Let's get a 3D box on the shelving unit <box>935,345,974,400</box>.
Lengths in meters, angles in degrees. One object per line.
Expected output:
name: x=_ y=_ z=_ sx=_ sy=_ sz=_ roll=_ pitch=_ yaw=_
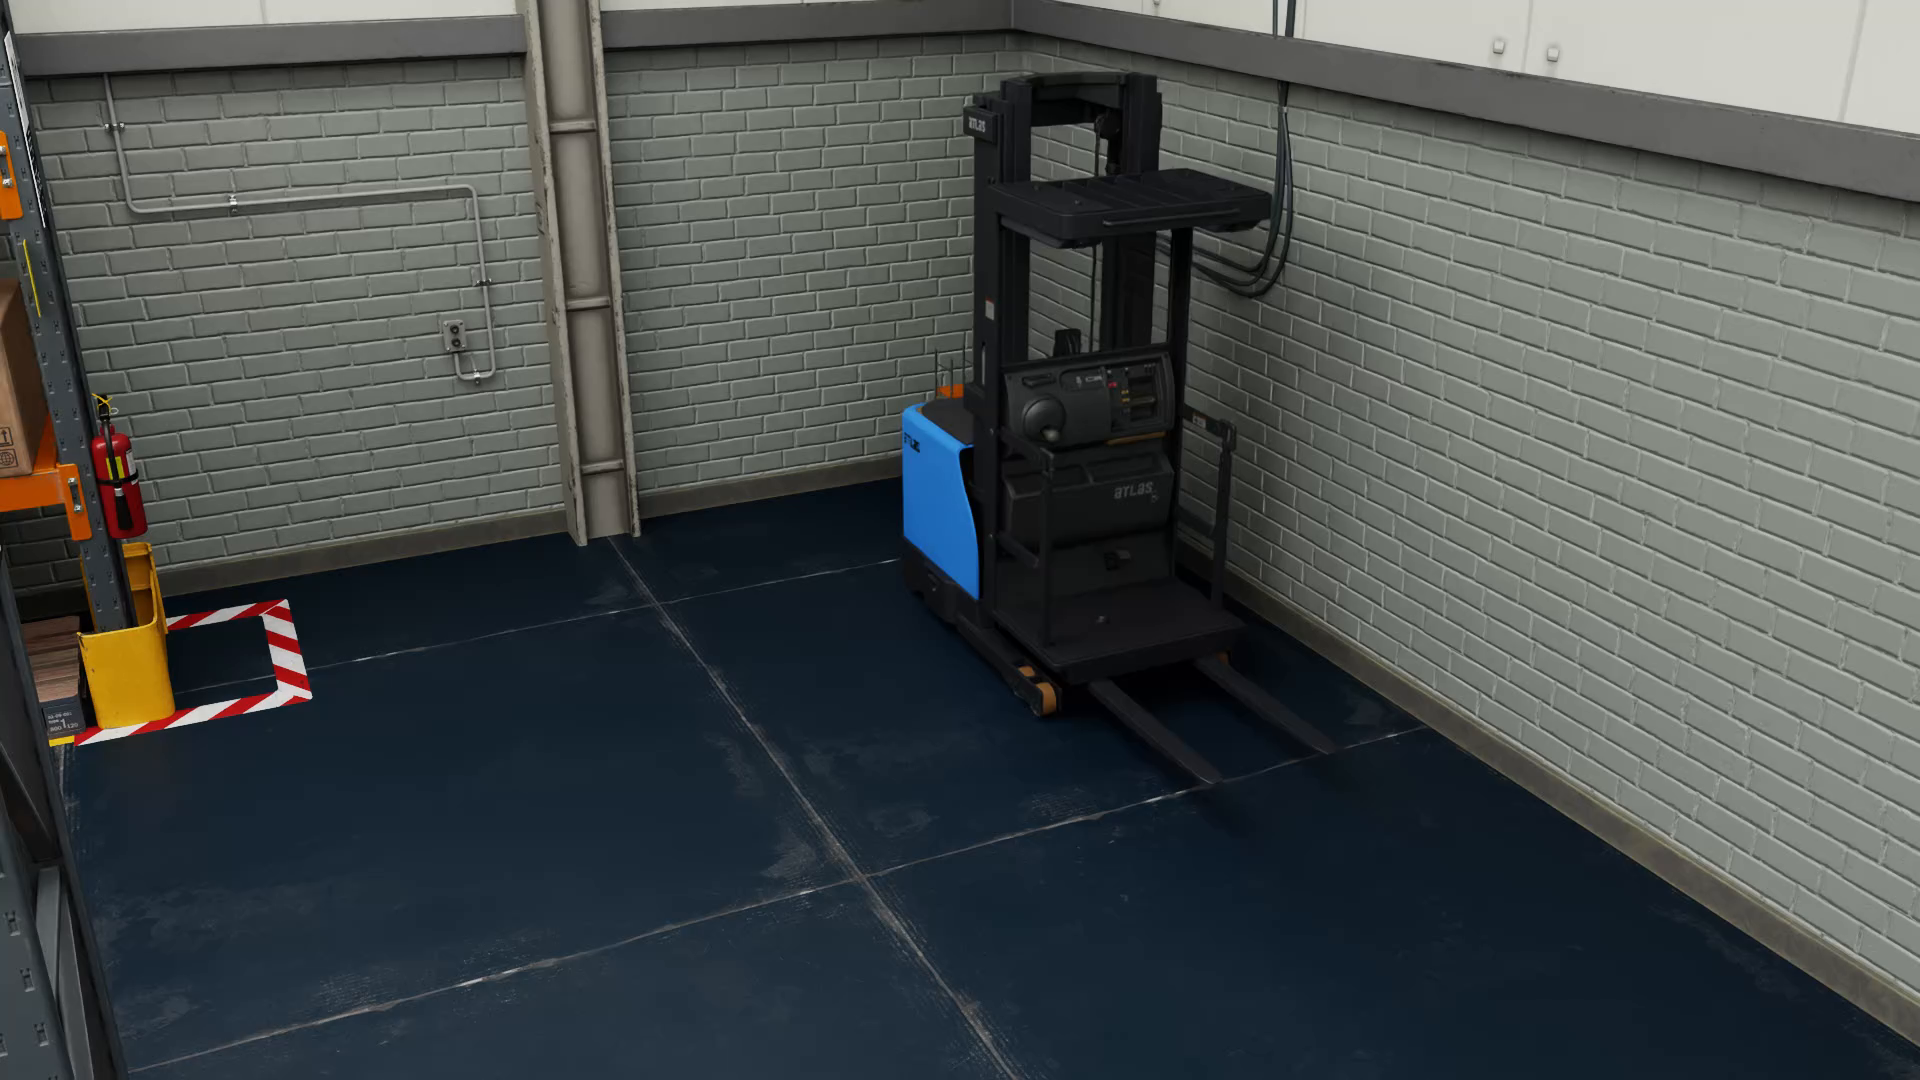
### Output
shelving unit: x=-0.013 y=-0.552 z=10.015 sx=0.189 sy=1.200 sz=0.258 roll=-10 pitch=25 yaw=-24

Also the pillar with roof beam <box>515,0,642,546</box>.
pillar with roof beam: x=-0.351 y=-2.722 z=5.059 sx=0.400 sy=9.000 sz=9.100 roll=-10 pitch=25 yaw=-24

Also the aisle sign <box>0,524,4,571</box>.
aisle sign: x=-2.190 y=-0.294 z=3.640 sx=0.004 sy=0.787 sz=0.394 roll=-10 pitch=25 yaw=-24

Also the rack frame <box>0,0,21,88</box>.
rack frame: x=-4.275 y=-3.459 z=6.841 sx=0.127 sy=3.000 sz=1.000 roll=-10 pitch=25 yaw=-24

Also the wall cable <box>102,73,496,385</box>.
wall cable: x=-3.532 y=-1.695 z=9.095 sx=1.851 sy=1.984 sz=0.084 roll=-10 pitch=25 yaw=-24

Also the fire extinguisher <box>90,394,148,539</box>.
fire extinguisher: x=-3.939 y=-0.345 z=7.751 sx=0.183 sy=0.674 sz=0.296 roll=-10 pitch=25 yaw=-24

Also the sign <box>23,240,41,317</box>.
sign: x=-4.053 y=-1.142 z=7.264 sx=0.005 sy=0.325 sz=0.100 roll=-10 pitch=25 yaw=-24

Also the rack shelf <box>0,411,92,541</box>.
rack shelf: x=-6.078 y=-0.023 z=7.325 sx=4.000 sy=0.370 sz=1.077 roll=-10 pitch=25 yaw=-24

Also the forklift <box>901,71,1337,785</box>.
forklift: x=0.741 y=-0.679 z=8.058 sx=1.130 sy=2.935 sz=3.031 roll=-10 pitch=25 yaw=-23

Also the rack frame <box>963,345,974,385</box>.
rack frame: x=0.069 y=-0.567 z=10.051 sx=0.006 sy=1.200 sz=0.240 roll=-10 pitch=25 yaw=-24

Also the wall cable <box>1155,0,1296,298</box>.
wall cable: x=0.976 y=-2.840 z=9.404 sx=0.112 sy=2.526 sz=3.097 roll=-10 pitch=25 yaw=-24

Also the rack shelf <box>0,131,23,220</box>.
rack shelf: x=-6.078 y=-1.409 z=6.751 sx=4.000 sy=0.370 sz=1.077 roll=-10 pitch=25 yaw=-24

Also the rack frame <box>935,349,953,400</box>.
rack frame: x=-0.095 y=-0.537 z=9.978 sx=0.006 sy=1.200 sz=0.240 roll=-10 pitch=25 yaw=-24

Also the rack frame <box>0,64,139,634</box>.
rack frame: x=-4.275 y=-0.687 z=7.989 sx=0.127 sy=3.000 sz=1.000 roll=-10 pitch=25 yaw=-24

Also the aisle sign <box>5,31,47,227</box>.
aisle sign: x=-4.080 y=-1.797 z=7.270 sx=0.004 sy=0.787 sz=0.394 roll=-10 pitch=25 yaw=-24

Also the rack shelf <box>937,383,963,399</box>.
rack shelf: x=-0.013 y=-0.844 z=9.894 sx=0.180 sy=0.103 sz=0.258 roll=-10 pitch=25 yaw=-24

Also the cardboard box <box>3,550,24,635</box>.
cardboard box: x=-4.863 y=0.424 z=8.023 sx=0.500 sy=0.500 sz=0.700 roll=-10 pitch=25 yaw=-24

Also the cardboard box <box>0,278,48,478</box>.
cardboard box: x=-4.731 y=-0.738 z=7.718 sx=0.700 sy=0.700 sz=0.980 roll=-9 pitch=24 yaw=-21

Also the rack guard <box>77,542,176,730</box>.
rack guard: x=-4.254 y=0.464 z=8.476 sx=0.348 sy=0.500 sz=1.175 roll=-10 pitch=25 yaw=-24

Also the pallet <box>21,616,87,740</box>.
pallet: x=-4.962 y=0.761 z=8.136 sx=1.213 sy=0.211 sz=1.003 roll=-10 pitch=25 yaw=-24
